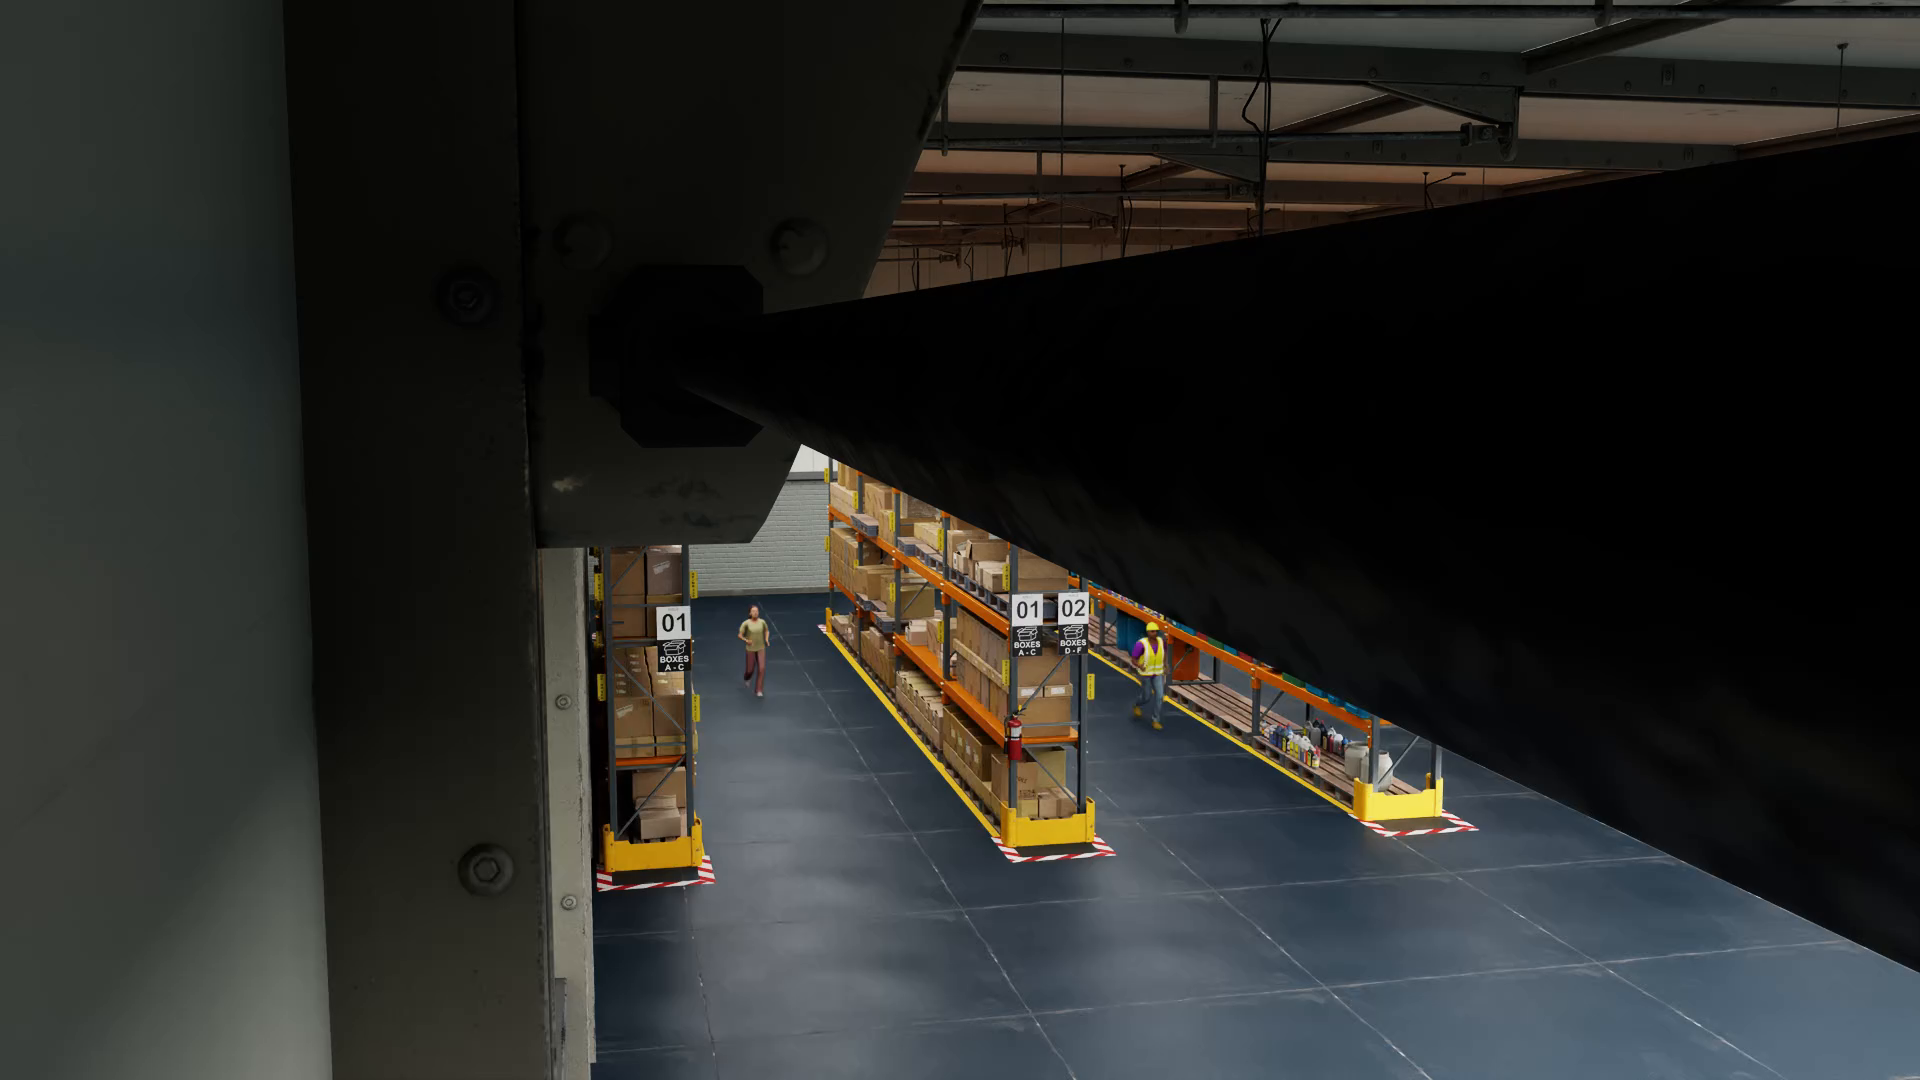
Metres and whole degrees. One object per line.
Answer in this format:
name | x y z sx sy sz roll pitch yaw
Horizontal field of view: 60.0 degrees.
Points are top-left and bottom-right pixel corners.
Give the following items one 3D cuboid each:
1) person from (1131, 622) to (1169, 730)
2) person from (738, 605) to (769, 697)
person | 3.135 2.206 27.479 0.686 1.745 0.899 -2 7 -16
person | -3.686 1.974 29.915 0.588 1.628 0.758 -3 7 -21
